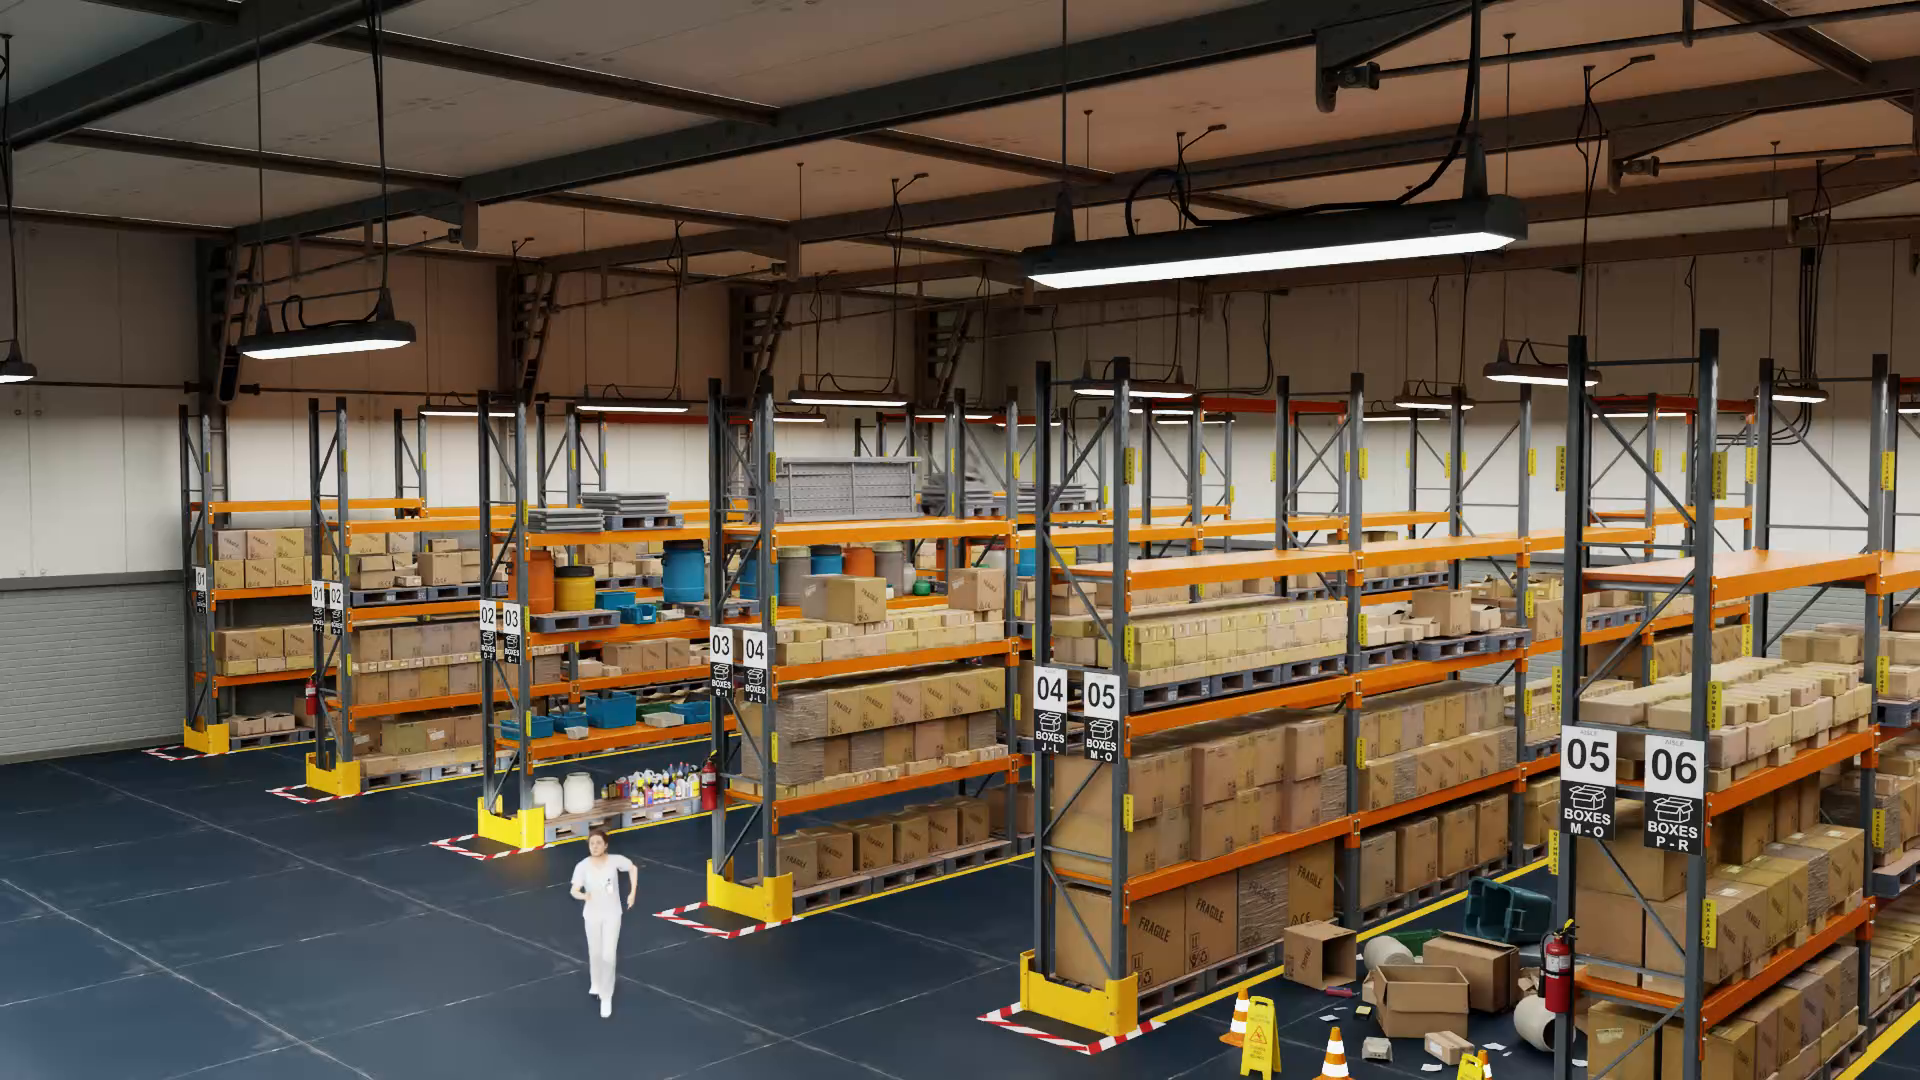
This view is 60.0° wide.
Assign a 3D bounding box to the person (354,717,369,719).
[{"bbox_3d":[-9.954,2.872,27.556,0.668,1.792,0.742,2,4,39],"label":"person"}]

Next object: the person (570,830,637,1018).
[{"bbox_3d":[-3.304,3.517,15.447,0.572,1.697,0.875,0,3,-3],"label":"person"}]
